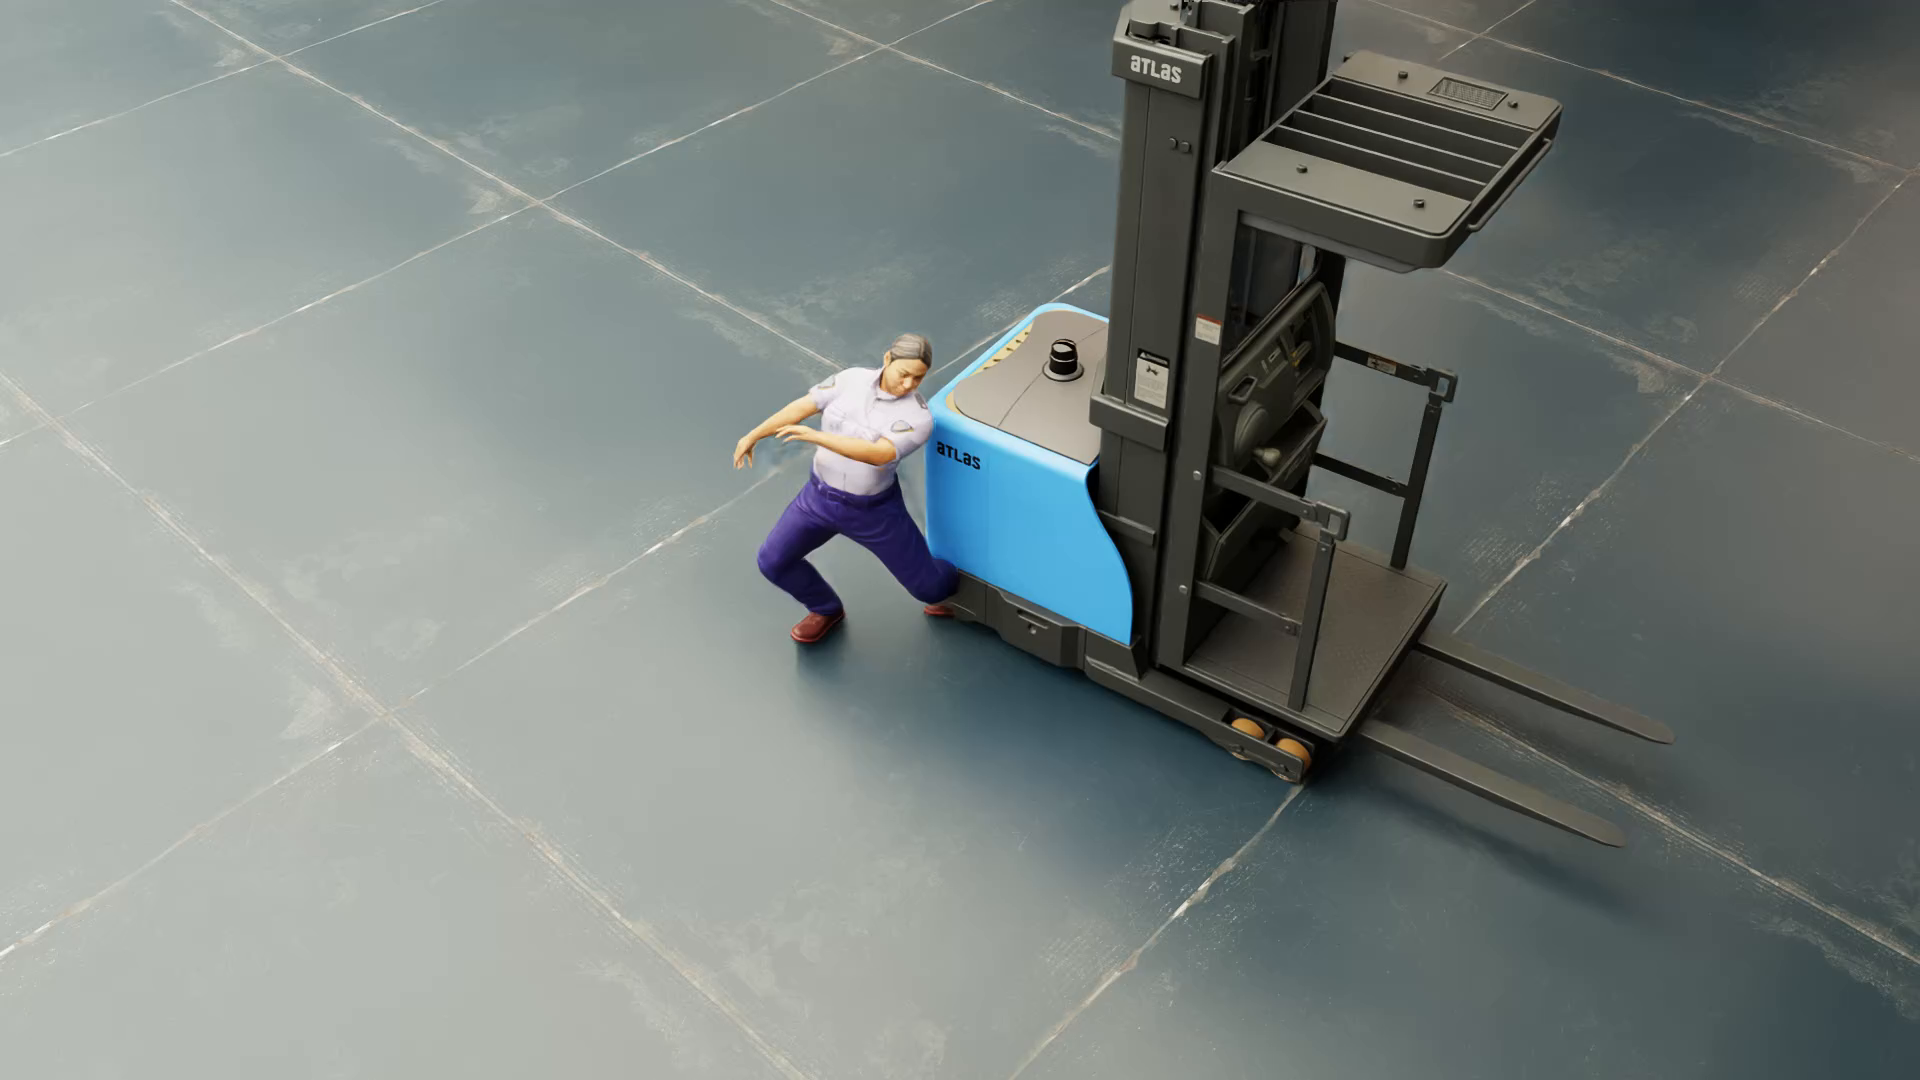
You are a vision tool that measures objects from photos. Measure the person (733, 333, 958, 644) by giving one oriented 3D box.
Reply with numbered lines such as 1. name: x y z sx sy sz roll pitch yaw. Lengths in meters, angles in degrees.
1. person: -0.474 -0.189 6.756 0.900 1.424 0.773 15 43 17

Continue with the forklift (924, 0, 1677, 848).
1. forklift: 1.344 -0.559 6.080 3.031 2.935 1.130 24 46 25
